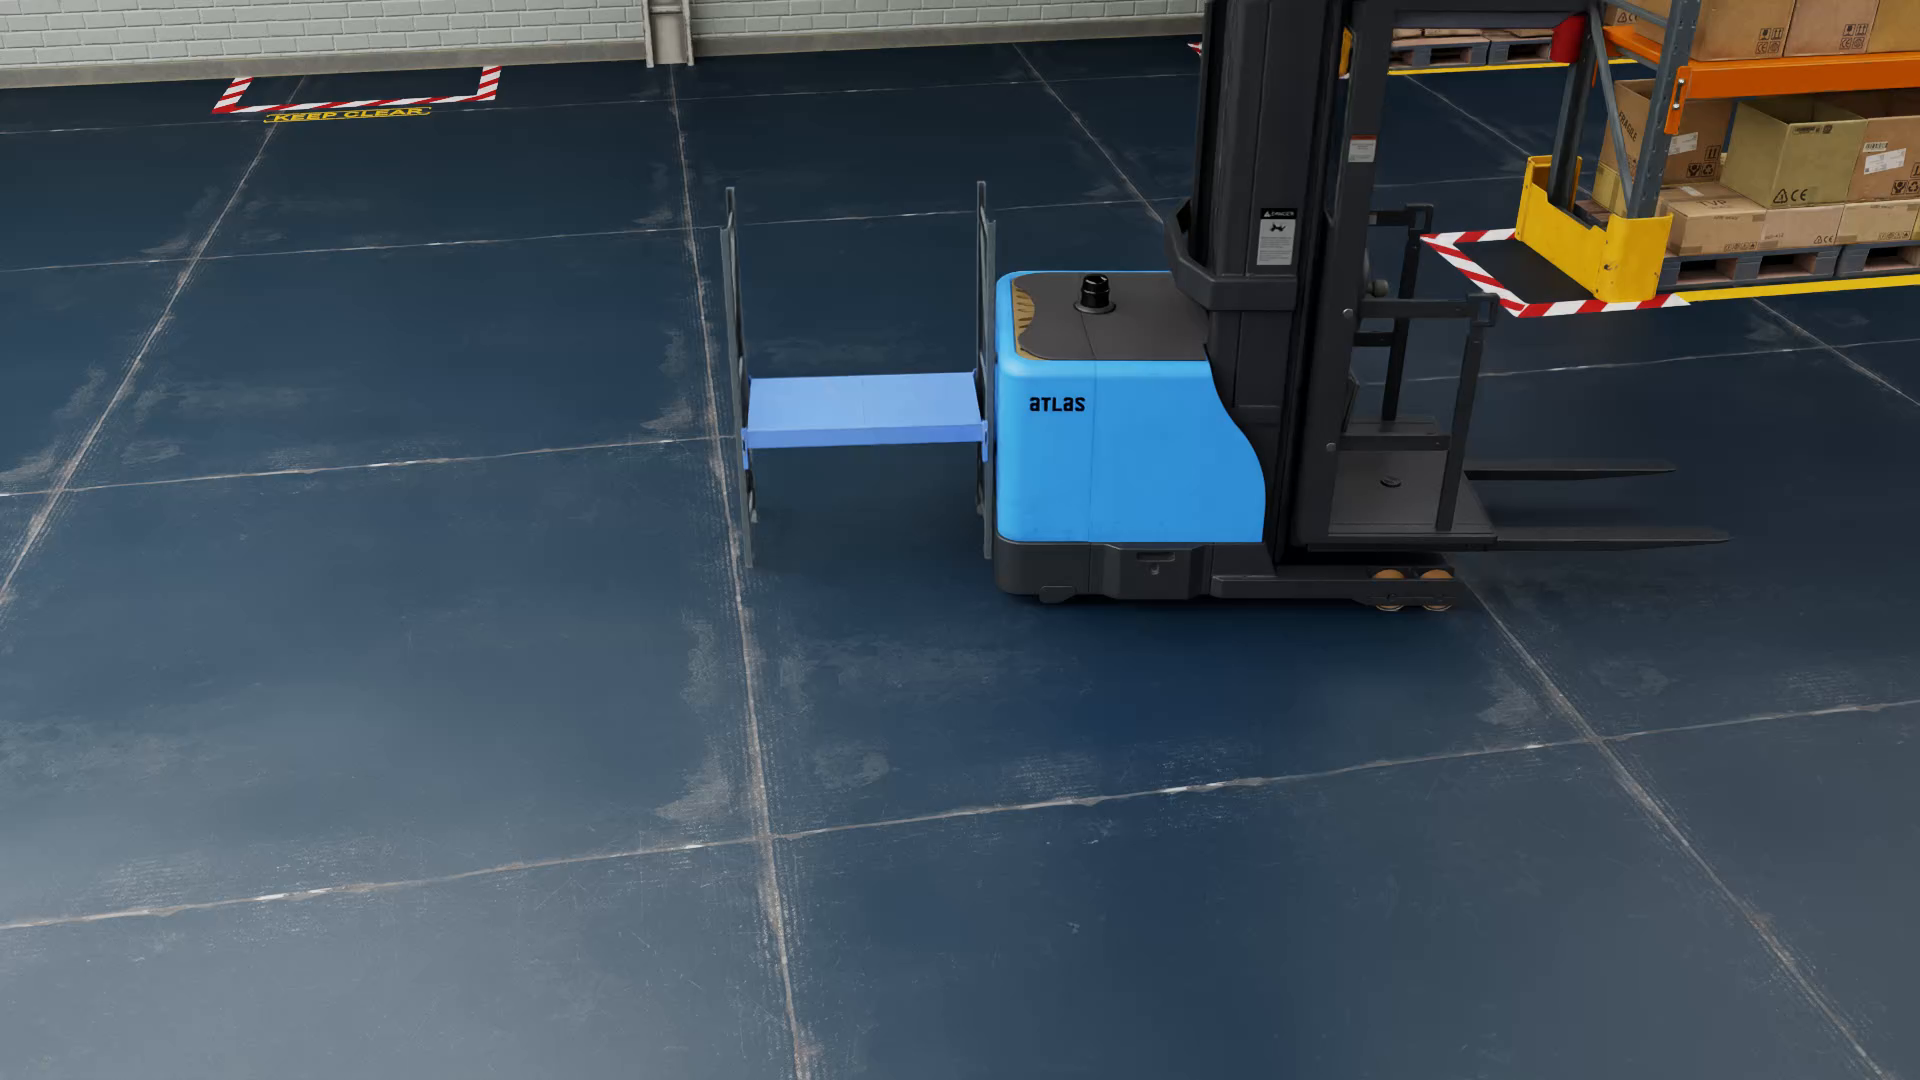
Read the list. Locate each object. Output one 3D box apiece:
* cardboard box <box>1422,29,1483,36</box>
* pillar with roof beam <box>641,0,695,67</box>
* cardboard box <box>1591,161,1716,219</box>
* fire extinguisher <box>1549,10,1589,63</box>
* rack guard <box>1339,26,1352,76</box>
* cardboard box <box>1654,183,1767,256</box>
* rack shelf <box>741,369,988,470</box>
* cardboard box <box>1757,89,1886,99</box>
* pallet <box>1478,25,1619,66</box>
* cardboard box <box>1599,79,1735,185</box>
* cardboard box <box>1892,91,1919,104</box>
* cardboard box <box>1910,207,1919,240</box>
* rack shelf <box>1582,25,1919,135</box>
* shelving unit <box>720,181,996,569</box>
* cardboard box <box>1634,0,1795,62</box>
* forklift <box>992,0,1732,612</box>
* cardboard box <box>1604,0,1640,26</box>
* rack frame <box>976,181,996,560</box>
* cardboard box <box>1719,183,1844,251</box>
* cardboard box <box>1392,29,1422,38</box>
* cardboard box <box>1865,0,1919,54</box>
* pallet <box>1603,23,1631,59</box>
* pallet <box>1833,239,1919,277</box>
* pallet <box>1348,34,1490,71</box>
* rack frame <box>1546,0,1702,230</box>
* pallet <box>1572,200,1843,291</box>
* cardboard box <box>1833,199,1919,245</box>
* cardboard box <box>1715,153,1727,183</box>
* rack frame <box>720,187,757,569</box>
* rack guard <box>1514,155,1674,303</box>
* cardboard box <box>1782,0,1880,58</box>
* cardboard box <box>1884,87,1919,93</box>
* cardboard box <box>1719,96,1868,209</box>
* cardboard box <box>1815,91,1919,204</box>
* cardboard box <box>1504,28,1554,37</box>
[{"bbox_3d":[4.153,-4.530,14.214,0.500,0.311,0.500,-3,31,-5],"label":"cardboard box"},{"bbox_3d":[-1.698,-5.816,8.264,0.400,9.000,9.100,-5,31,-9],"label":"pillar with roof beam"},{"bbox_3d":[4.266,-2.152,10.249,0.500,0.250,0.500,-5,31,-9],"label":"cardboard box"},{"bbox_3d":[3.592,-3.147,9.719,0.183,0.674,0.296,-5,31,-9],"label":"fire extinguisher"},{"bbox_3d":[2.970,-4.359,14.169,0.348,0.500,1.175,-5,31,-9],"label":"rack guard"},{"bbox_3d":[4.359,-1.894,9.809,0.500,0.250,0.500,-5,31,-9],"label":"cardboard box"},{"bbox_3d":[-0.403,-0.515,7.001,1.000,0.185,0.538,-2,31,-3],"label":"rack shelf"},{"bbox_3d":[5.246,-2.575,10.228,0.500,0.500,0.500,-5,31,-9],"label":"cardboard box"},{"bbox_3d":[4.973,-4.400,14.525,1.213,0.211,1.003,-5,31,-9],"label":"pallet"},{"bbox_3d":[4.265,-2.476,10.060,0.500,0.500,0.500,-5,31,-9],"label":"cardboard box"},{"bbox_3d":[5.835,-2.352,9.850,0.500,0.500,0.500,-5,31,-9],"label":"cardboard box"},{"bbox_3d":[5.835,-2.030,10.041,0.500,0.250,0.500,-5,31,-9],"label":"cardboard box"},{"bbox_3d":[5.759,-2.832,9.817,4.000,0.370,1.077,-5,31,-9],"label":"rack shelf"},{"bbox_3d":[-0.403,-0.670,6.910,1.048,1.500,0.538,-2,31,-3],"label":"shelving unit"},{"bbox_3d":[4.253,-3.039,9.361,0.500,0.500,0.700,-5,31,-9],"label":"cardboard box"},{"bbox_3d":[1.655,-1.245,6.475,3.031,2.935,1.130,0,30,0],"label":"forklift"},{"bbox_3d":[5.817,-4.792,14.472,0.500,0.500,0.500,-8,31,-13],"label":"cardboard box"},{"bbox_3d":[0.104,-0.688,6.941,0.032,1.500,0.500,-2,31,-3],"label":"rack frame"},{"bbox_3d":[4.850,-1.941,9.890,0.500,0.250,0.500,-5,31,-9],"label":"cardboard box"},{"bbox_3d":[3.592,-4.478,14.125,0.500,0.311,0.500,-9,32,-15],"label":"cardboard box"},{"bbox_3d":[5.258,-3.132,9.518,0.500,0.500,0.700,-5,31,-9],"label":"cardboard box"},{"bbox_3d":[6.176,-4.513,14.718,1.213,0.211,1.003,-5,31,-9],"label":"pallet"},{"bbox_3d":[5.734,-1.958,10.372,1.213,0.211,1.003,-5,31,-9],"label":"pallet"},{"bbox_3d":[3.776,-4.291,14.339,1.213,0.211,1.003,-5,31,-9],"label":"pallet"},{"bbox_3d":[3.792,-2.960,9.324,0.127,3.000,1.000,-5,31,-9],"label":"rack frame"},{"bbox_3d":[4.536,-1.849,10.185,1.213,0.211,1.003,-5,31,-9],"label":"pallet"},{"bbox_3d":[5.342,-1.987,9.967,0.500,0.250,0.500,-5,31,-9],"label":"cardboard box"},{"bbox_3d":[4.756,-2.203,10.336,0.500,0.250,0.500,-5,31,-9],"label":"cardboard box"},{"bbox_3d":[-0.910,-0.652,6.879,0.032,1.500,0.500,-2,31,-3],"label":"rack frame"},{"bbox_3d":[3.768,-1.880,9.954,0.348,0.500,1.175,-5,31,-9],"label":"rack guard"},{"bbox_3d":[4.769,-3.089,9.446,0.500,0.500,0.700,-5,31,-8],"label":"cardboard box"},{"bbox_3d":[5.739,-2.620,10.305,0.500,0.500,0.500,-5,31,-9],"label":"cardboard box"},{"bbox_3d":[4.851,-2.263,9.699,0.500,0.500,0.500,-5,31,-9],"label":"cardboard box"},{"bbox_3d":[5.340,-2.316,9.787,0.500,0.500,0.500,-5,31,-9],"label":"cardboard box"},{"bbox_3d":[4.884,-4.654,14.237,0.500,0.500,0.700,-7,31,-12],"label":"cardboard box"}]
